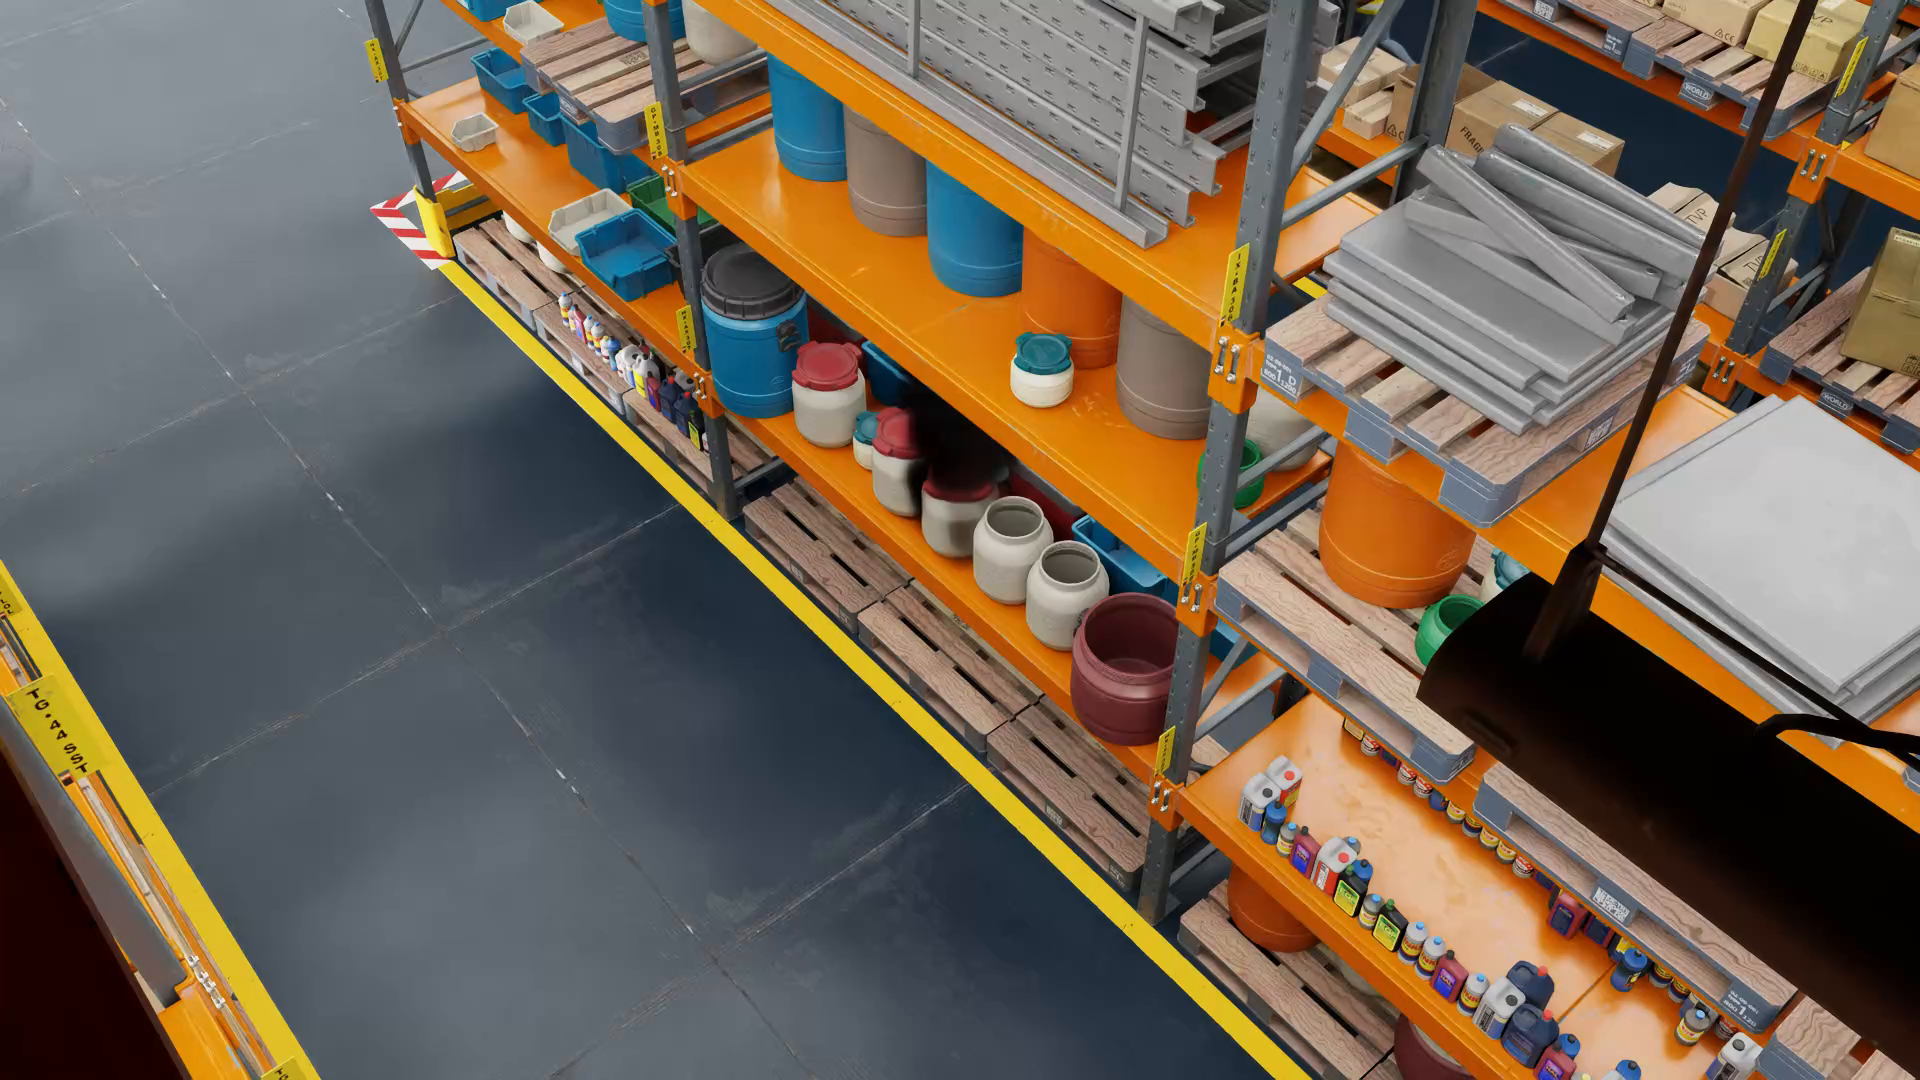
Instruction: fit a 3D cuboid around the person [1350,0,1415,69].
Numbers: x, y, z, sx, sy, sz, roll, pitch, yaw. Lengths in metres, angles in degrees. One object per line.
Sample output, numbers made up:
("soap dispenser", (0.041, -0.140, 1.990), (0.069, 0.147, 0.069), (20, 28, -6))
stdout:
("person", (3.536, -4.549, 14.108), (0.666, 1.764, 1.141), (-35, 56, -29))
